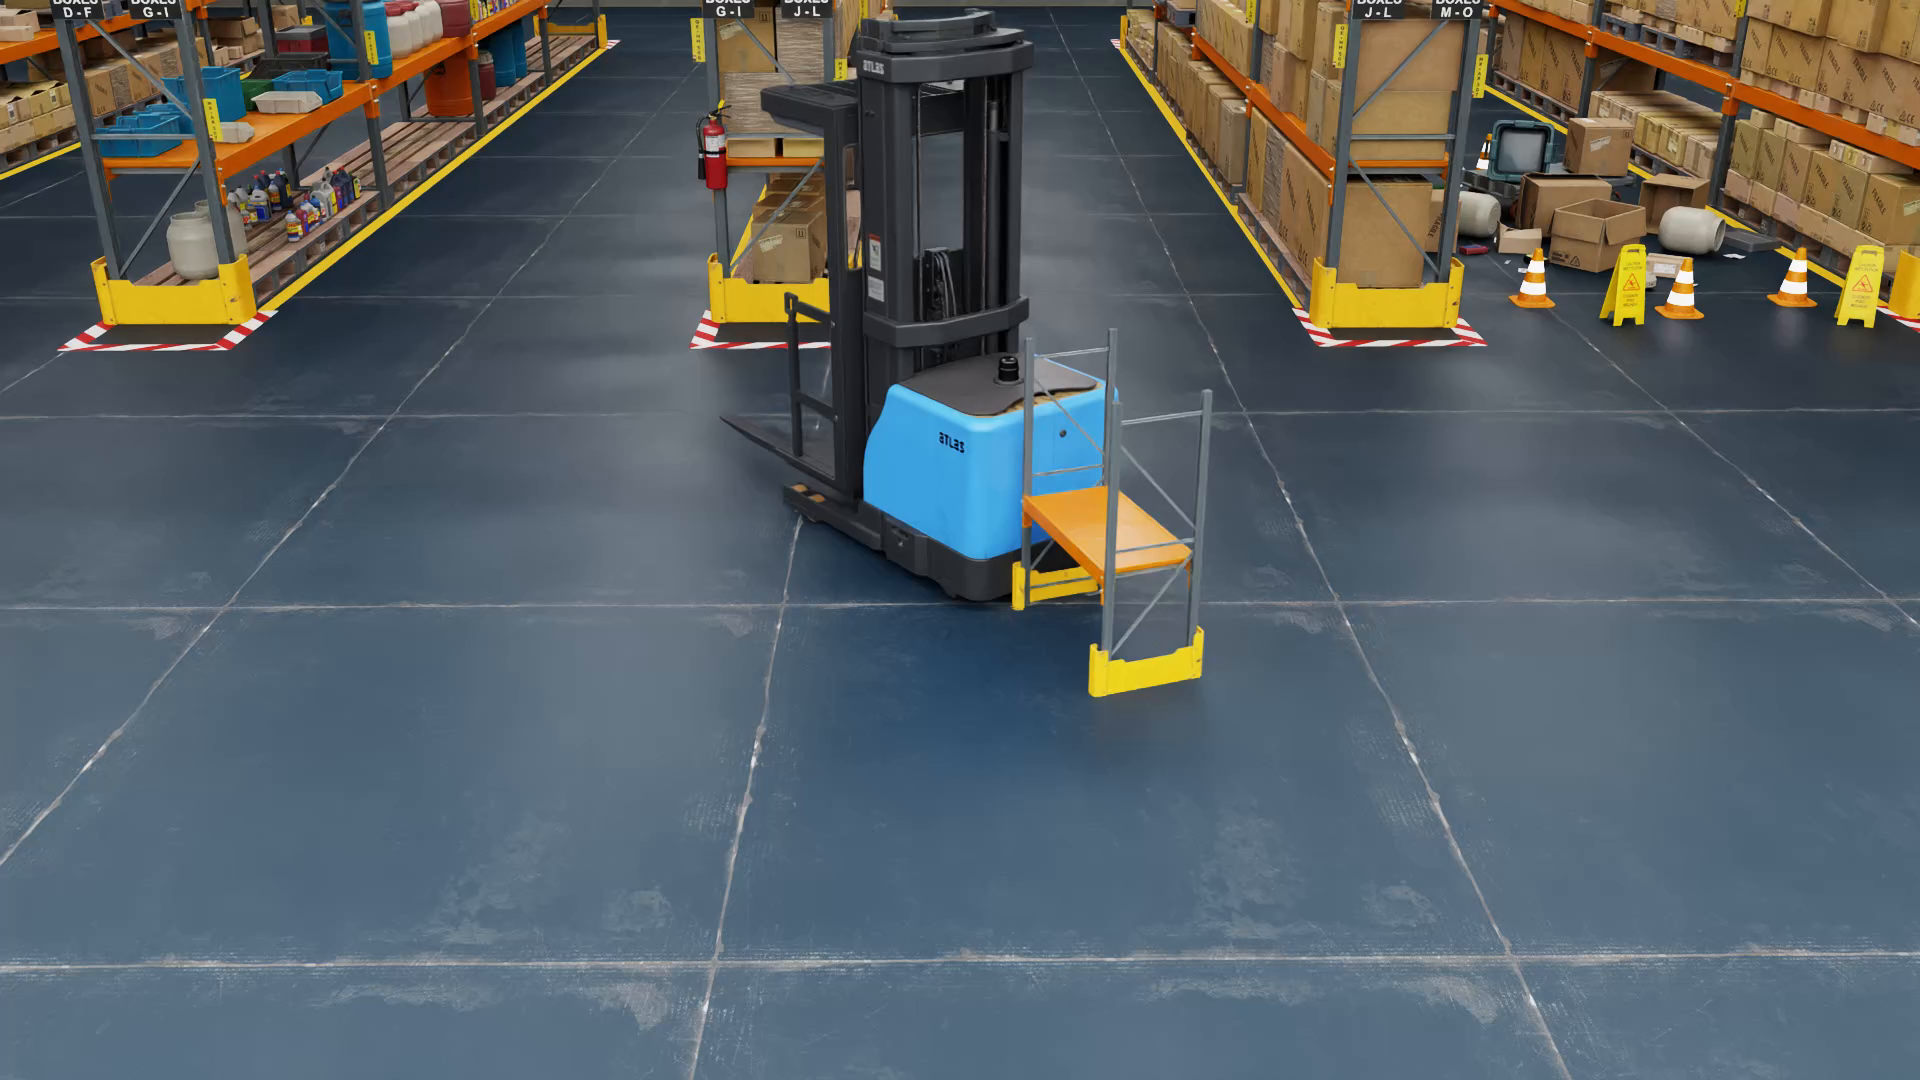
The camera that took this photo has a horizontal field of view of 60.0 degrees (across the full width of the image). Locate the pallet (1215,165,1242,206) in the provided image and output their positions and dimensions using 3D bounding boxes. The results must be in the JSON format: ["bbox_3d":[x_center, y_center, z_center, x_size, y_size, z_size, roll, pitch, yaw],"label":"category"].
[{"bbox_3d":[3.361,-3.875,18.062,1.003,0.211,1.213,0,24,-1],"label":"pallet"}]

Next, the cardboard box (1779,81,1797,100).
[{"bbox_3d":[8.131,-4.331,15.991,0.380,0.149,0.250,0,24,1],"label":"cardboard box"}]

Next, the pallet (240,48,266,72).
[{"bbox_3d":[-11.532,-7.617,26.336,1.003,0.211,1.213,0,24,-1],"label":"pallet"}]

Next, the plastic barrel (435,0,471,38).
[{"bbox_3d":[-6.205,-6.346,19.975,0.600,0.536,0.708,0,24,-1],"label":"plastic barrel"}]

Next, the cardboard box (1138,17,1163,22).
[{"bbox_3d":[3.056,-8.285,26.657,0.380,0.149,0.250,1,24,2],"label":"cardboard box"}]

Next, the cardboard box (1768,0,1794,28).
[{"bbox_3d":[8.165,-5.136,15.770,0.700,0.500,0.500,0,24,0],"label":"cardboard box"}]

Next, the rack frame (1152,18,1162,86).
[{"bbox_3d":[3.357,-8.125,24.074,1.000,3.000,0.127,0,24,-1],"label":"rack frame"}]

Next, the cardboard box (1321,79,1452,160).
[{"bbox_3d":[3.439,-3.401,13.447,0.875,0.550,0.550,0,24,-1],"label":"cardboard box"}]

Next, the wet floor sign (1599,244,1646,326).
[{"bbox_3d":[5.468,-2.104,13.619,0.267,0.644,0.232,-4,25,-10],"label":"wet floor sign"}]

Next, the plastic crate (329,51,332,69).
[{"bbox_3d":[-6.792,-5.271,17.784,0.392,0.384,0.575,0,24,-1],"label":"plastic crate"}]

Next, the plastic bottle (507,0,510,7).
[{"bbox_3d":[-6.215,-7.395,22.611,0.152,0.276,0.135,0,24,-1],"label":"plastic bottle"}]

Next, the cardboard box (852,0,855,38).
[{"bbox_3d":[-1.225,-4.888,15.222,0.500,0.500,0.500,0,24,-1],"label":"cardboard box"}]

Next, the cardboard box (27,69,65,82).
[{"bbox_3d":[-11.711,-5.899,21.651,0.500,0.500,0.500,1,24,2],"label":"cardboard box"}]

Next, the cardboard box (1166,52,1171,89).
[{"bbox_3d":[3.127,-6.438,22.867,0.500,0.500,0.500,0,24,0],"label":"cardboard box"}]

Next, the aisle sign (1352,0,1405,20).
[{"bbox_3d":[3.189,-4.334,12.537,0.394,0.787,0.004,0,24,-1],"label":"aisle sign"}]

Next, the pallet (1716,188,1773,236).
[{"bbox_3d":[8.436,-3.345,16.889,1.003,0.211,1.213,0,24,-1],"label":"pallet"}]

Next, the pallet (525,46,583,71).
[{"bbox_3d":[-6.619,-7.658,26.426,1.003,0.211,1.213,0,24,-1],"label":"pallet"}]

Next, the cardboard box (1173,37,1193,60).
[{"bbox_3d":[3.125,-6.569,22.247,0.500,0.250,0.500,0,24,1],"label":"cardboard box"}]

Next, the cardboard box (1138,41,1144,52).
[{"bbox_3d":[3.029,-7.811,26.329,0.380,0.149,0.250,0,24,-1],"label":"cardboard box"}]

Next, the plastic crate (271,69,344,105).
[{"bbox_3d":[-6.186,-4.303,15.804,0.499,0.251,0.616,0,24,-1],"label":"plastic crate"}]

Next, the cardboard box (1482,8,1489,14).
[{"bbox_3d":[8.369,-8.589,27.701,0.875,0.438,0.875,-1,24,-2],"label":"cardboard box"}]

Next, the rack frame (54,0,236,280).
[{"bbox_3d":[-6.426,-3.177,13.134,1.000,3.000,0.127,0,24,-1],"label":"rack frame"}]

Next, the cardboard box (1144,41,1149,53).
[{"bbox_3d":[3.000,-7.503,25.288,0.380,0.149,0.250,-1,24,-2],"label":"cardboard box"}]

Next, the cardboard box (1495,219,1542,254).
[{"bbox_3d":[5.305,-2.882,15.801,0.396,0.266,0.258,4,25,9],"label":"cardboard box"}]

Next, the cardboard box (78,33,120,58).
[{"bbox_3d":[-11.731,-6.685,22.480,0.500,0.250,0.500,-1,24,-2],"label":"cardboard box"}]

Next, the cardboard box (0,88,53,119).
[{"bbox_3d":[-11.202,-5.218,19.794,0.500,0.311,0.500,-1,24,-1],"label":"cardboard box"}]

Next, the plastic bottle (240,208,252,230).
[{"bbox_3d":[-6.736,-3.027,15.664,0.097,0.201,0.097,0,24,0],"label":"plastic bottle"}]

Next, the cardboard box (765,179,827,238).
[{"bbox_3d":[-1.492,-3.013,15.296,0.500,0.500,0.500,2,24,4],"label":"cardboard box"}]

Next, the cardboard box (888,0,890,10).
[{"bbox_3d":[-1.541,-8.010,25.890,0.875,0.875,0.875,0,24,-1],"label":"cardboard box"}]

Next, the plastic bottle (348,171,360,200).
[{"bbox_3d":[-6.134,-3.591,16.813,0.061,0.283,0.133,1,24,2],"label":"plastic bottle"}]

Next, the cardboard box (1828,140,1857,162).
[{"bbox_3d":[8.095,-3.512,15.004,0.380,0.149,0.250,1,24,2],"label":"cardboard box"}]

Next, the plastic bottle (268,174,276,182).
[{"bbox_3d":[-6.873,-3.518,16.660,0.152,0.276,0.135,1,24,1],"label":"plastic bottle"}]

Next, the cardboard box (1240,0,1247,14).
[{"bbox_3d":[3.420,-5.954,17.940,0.700,0.500,0.500,0,24,0],"label":"cardboard box"}]

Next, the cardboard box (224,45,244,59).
[{"bbox_3d":[-11.317,-7.541,25.687,0.380,0.166,0.250,0,24,-1],"label":"cardboard box"}]

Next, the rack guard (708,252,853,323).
[{"bbox_3d":[-1.474,-2.092,13.768,1.175,0.500,0.348,0,24,-1],"label":"rack guard"}]

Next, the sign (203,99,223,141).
[{"bbox_3d":[-5.875,-3.304,13.079,0.100,0.325,0.005,0,24,-1],"label":"sign"}]

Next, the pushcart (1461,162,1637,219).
[{"bbox_3d":[6.114,-3.666,17.399,1.648,0.377,0.936,-9,26,-19],"label":"pushcart"}]

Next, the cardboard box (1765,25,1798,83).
[{"bbox_3d":[8.148,-4.684,15.984,0.500,0.500,0.500,0,24,-1],"label":"cardboard box"}]

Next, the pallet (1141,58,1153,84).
[{"bbox_3d":[3.314,-7.131,25.260,1.003,0.211,1.213,0,24,-1],"label":"pallet"}]

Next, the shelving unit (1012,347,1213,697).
[{"bbox_3d":[0.739,-0.168,8.302,0.587,1.500,1.083,-9,26,-19],"label":"shelving unit"}]

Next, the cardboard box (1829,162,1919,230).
[{"bbox_3d":[8.158,-3.068,14.810,0.500,0.500,0.500,1,24,1],"label":"cardboard box"}]

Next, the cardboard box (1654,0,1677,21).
[{"bbox_3d":[8.146,-6.087,18.576,0.500,0.500,0.500,-1,24,-3],"label":"cardboard box"}]

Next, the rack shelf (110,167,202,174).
[{"bbox_3d":[-6.447,-3.738,15.075,0.831,0.071,3.687,0,24,-1],"label":"rack shelf"}]

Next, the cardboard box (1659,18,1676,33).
[{"bbox_3d":[8.136,-5.816,18.765,0.380,0.149,0.250,1,24,1],"label":"cardboard box"}]

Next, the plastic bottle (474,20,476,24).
[{"bbox_3d":[-6.168,-6.642,20.953,0.097,0.271,0.097,0,24,0],"label":"plastic bottle"}]

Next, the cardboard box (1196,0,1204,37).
[{"bbox_3d":[3.136,-6.336,19.997,0.500,0.500,0.500,0,24,0],"label":"cardboard box"}]

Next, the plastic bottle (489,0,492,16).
[{"bbox_3d":[-6.177,-6.983,21.706,0.097,0.271,0.097,0,24,0],"label":"plastic bottle"}]

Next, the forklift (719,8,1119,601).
[{"bbox_3d":[-0.419,-1.552,9.626,1.130,2.935,3.031,-18,30,-34],"label":"forklift"}]

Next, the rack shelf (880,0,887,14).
[{"bbox_3d":[-1.582,-6.992,22.443,1.077,0.370,4.000,0,24,-1],"label":"rack shelf"}]

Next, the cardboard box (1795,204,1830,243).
[{"bbox_3d":[8.150,-2.943,15.445,0.500,0.250,0.500,-1,24,-2],"label":"cardboard box"}]

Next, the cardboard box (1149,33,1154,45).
[{"bbox_3d":[3.050,-7.539,25.006,0.380,0.149,0.250,0,24,0],"label":"cardboard box"}]

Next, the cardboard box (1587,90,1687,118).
[{"bbox_3d":[8.345,-5.301,20.511,0.950,0.372,0.625,-2,24,-4],"label":"cardboard box"}]

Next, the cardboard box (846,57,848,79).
[{"bbox_3d":[-1.497,-4.431,15.425,0.875,0.500,0.500,0,24,-1],"label":"cardboard box"}]

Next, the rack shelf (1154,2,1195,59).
[{"bbox_3d":[3.379,-6.973,22.400,1.077,0.370,4.000,0,24,-1],"label":"rack shelf"}]

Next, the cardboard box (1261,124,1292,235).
[{"bbox_3d":[3.395,-3.420,15.741,0.875,0.875,0.875,0,24,0],"label":"cardboard box"}]

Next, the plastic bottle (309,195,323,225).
[{"bbox_3d":[-6.141,-3.149,15.849,0.097,0.271,0.097,0,24,0],"label":"plastic bottle"}]

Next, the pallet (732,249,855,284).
[{"bbox_3d":[-1.447,-2.295,14.568,1.003,0.211,1.213,0,24,-1],"label":"pallet"}]
